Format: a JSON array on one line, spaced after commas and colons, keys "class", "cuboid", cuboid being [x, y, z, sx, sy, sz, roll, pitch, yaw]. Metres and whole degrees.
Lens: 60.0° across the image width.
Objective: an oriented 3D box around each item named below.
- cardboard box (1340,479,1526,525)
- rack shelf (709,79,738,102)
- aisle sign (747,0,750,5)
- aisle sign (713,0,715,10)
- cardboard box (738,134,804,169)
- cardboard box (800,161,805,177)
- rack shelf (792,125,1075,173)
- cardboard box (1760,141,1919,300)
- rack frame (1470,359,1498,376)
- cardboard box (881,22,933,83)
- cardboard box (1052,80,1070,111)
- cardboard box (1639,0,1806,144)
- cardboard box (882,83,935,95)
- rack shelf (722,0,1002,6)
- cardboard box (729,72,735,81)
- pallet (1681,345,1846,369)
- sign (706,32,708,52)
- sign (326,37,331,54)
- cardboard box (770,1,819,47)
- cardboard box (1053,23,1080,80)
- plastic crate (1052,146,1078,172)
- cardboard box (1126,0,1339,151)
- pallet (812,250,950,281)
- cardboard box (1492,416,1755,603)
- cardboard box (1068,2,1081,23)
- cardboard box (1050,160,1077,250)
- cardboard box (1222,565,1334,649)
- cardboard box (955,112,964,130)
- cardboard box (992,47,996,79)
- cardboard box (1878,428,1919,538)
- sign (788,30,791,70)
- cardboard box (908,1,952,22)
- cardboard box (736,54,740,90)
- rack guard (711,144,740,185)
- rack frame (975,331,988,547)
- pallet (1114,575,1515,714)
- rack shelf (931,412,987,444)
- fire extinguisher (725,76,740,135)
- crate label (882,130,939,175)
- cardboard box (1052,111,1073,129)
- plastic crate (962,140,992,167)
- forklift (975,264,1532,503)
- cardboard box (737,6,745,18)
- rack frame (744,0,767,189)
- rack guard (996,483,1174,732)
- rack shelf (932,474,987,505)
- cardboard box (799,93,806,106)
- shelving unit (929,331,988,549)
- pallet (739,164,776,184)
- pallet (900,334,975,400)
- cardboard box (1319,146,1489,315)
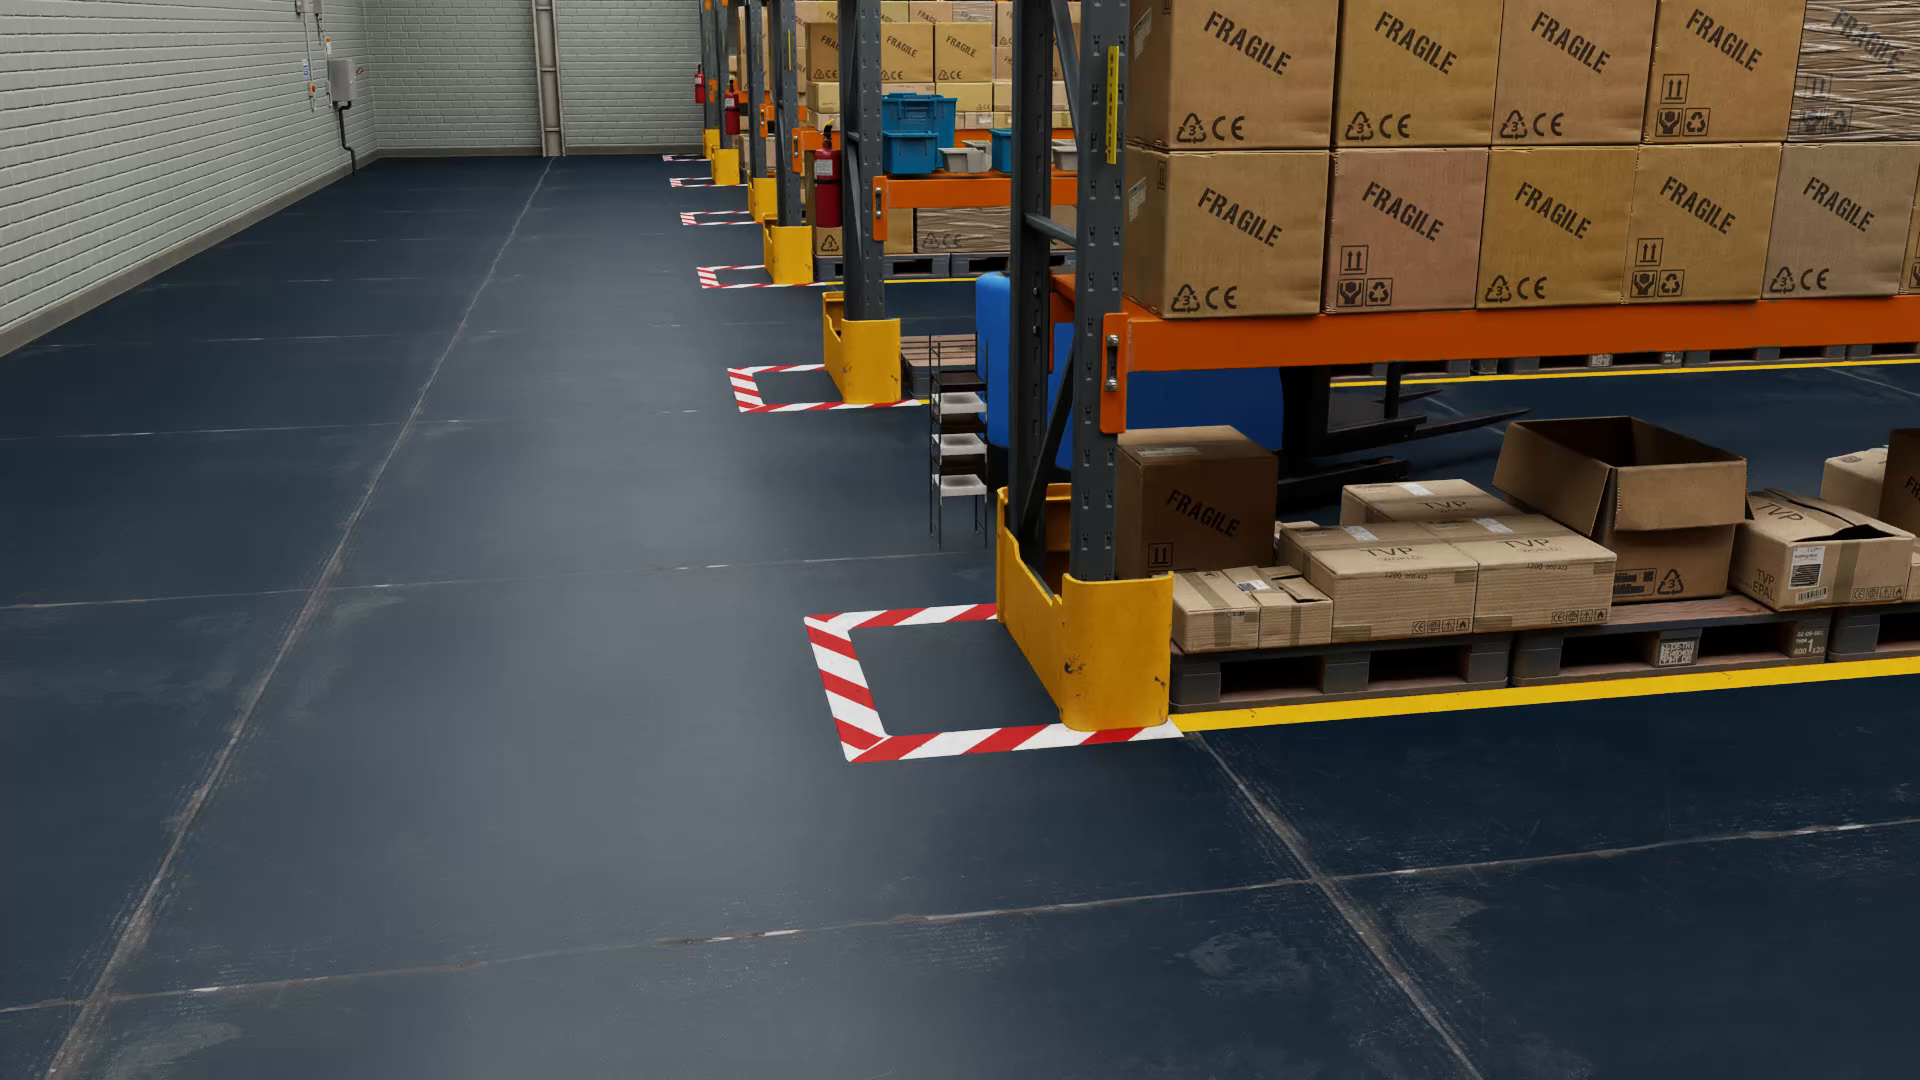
[{"class": "cardboard box", "cuboid": [1.758, -0.034, 6.230, 0.500, 0.250, 0.500, -3, 17, -10]}, {"class": "rack shelf", "cuboid": [-2.404, -7.903, 29.143, 4.000, 0.370, 1.077, -3, 17, -10]}, {"class": "aisle sign", "cuboid": [-2.399, -6.436, 18.712, 0.004, 0.787, 0.394, -3, 17, -10]}, {"class": "aisle sign", "cuboid": [-3.552, -8.033, 23.912, 0.004, 0.787, 0.394, -3, 17, -10]}, {"class": "cardboard box", "cuboid": [-2.794, -5.747, 24.544, 0.875, 0.438, 0.875, -4, 17, -12]}, {"class": "cardboard box", "cuboid": [-1.806, -4.337, 19.434, 0.250, 0.149, 0.380, -4, 18, -13]}, {"class": "rack shelf", "cuboid": [0.421, -3.616, 15.183, 4.000, 0.370, 1.077, -3, 17, -10]}, {"class": "cardboard box", "cuboid": [2.808, -1.103, 5.606, 0.500, 0.500, 0.500, -3, 17, -9]}, {"class": "rack frame", "cuboid": [3.324, -2.643, 10.792, 0.127, 3.000, 1.000, -3, 17, -10]}, {"class": "cardboard box", "cuboid": [-0.529, -4.254, 14.508, 0.500, 0.500, 0.500, -4, 17, -12]}, {"class": "cardboard box", "cuboid": [0.992, -3.983, 14.903, 0.500, 0.250, 0.500, -3, 17, -9]}, {"class": "cardboard box", "cuboid": [2.321, -1.553, 5.369, 0.500, 0.500, 0.500, -3, 17, -11]}, {"class": "cardboard box", "cuboid": [-0.511, -3.898, 14.627, 0.500, 0.250, 0.500, -3, 17, -11]}, {"class": "rack shelf", "cuboid": [-1.459, -7.906, 24.044, 4.000, 0.370, 1.077, -3, 17, -10]}, {"class": "cardboard box", "cuboid": [-3.993, -7.955, 28.513, 0.250, 0.149, 0.380, -3, 17, -11]}, {"class": "pallet", "cuboid": [5.290, -1.410, 11.526, 1.213, 0.211, 1.003, -3, 17, -10]}, {"class": "sign", "cuboid": [-4.265, -8.393, 28.038, 0.005, 0.325, 0.100, -3, 17, -10]}, {"class": "sign", "cuboid": [-9.403, -7.365, 24.759, 0.001, 0.242, 0.339, -3, 17, -10]}, {"class": "cardboard box", "cuboid": [-1.893, -5.900, 19.016, 0.500, 0.500, 0.500, -3, 17, -11]}, {"class": "cardboard box", "cuboid": [0.871, -4.491, 15.281, 0.500, 0.500, 0.500, -4, 17, -12]}, {"class": "plastic crate", "cuboid": [0.698, -2.274, 9.935, 0.298, 0.136, 0.250, -3, 17, -10]}, {"class": "cardboard box", "cuboid": [0.818, -1.467, 5.088, 0.500, 0.500, 0.500, -3, 17, -9]}, {"class": "pallet", "cuboid": [-0.773, -2.582, 15.343, 1.213, 0.211, 1.003, -3, 17, -10]}, {"class": "cardboard box", "cuboid": [2.417, -0.126, 6.098, 0.637, 0.503, 0.797, -3, 17, -10]}, {"class": "cardboard box", "cuboid": [1.133, -6.070, 19.570, 0.500, 0.500, 0.500, -4, 17, -12]}, {"class": "cardboard box", "cuboid": [0.838, -3.192, 15.483, 0.875, 0.875, 0.875, -3, 17, -10]}, {"class": "cardboard box", "cuboid": [1.055, 0.214, 5.567, 0.250, 0.166, 0.380, -3, 17, -10]}, {"class": "cardboard box", "cuboid": [-0.123, -3.710, 14.695, 0.250, 0.149, 0.380, -4, 17, -12]}, {"class": "cardboard box", "cuboid": [0.123, -5.532, 19.521, 0.500, 0.500, 0.500, -3, 17, -11]}, {"class": "cardboard box", "cuboid": [3.755, -0.117, 6.075, 0.500, 0.500, 0.500, -3, 17, -10]}, {"class": "sign", "cuboid": [-1.443, -4.140, 14.054, 0.005, 0.325, 0.100, -3, 17, -10]}, {"class": "cardboard box", "cuboid": [-0.385, -5.982, 19.282, 0.500, 0.500, 0.500, -4, 17, -12]}, {"class": "cardboard box", "cuboid": [-2.999, -6.856, 24.337, 0.500, 0.500, 0.500, -3, 17, -10]}, {"class": "rack guard", "cuboid": [-3.446, -5.509, 24.379, 0.348, 0.500, 1.175, -3, 17, -10]}, {"class": "rack frame", "cuboid": [0.092, -0.435, 7.180, 0.006, 0.900, 0.240, -3, 17, -10]}, {"class": "pallet", "cuboid": [1.190, 0.292, 5.985, 1.213, 0.211, 1.003, -3, 17, -10]}, {"class": "rack shelf", "cuboid": [-0.008, -0.484, 7.145, 0.200, 0.077, 0.258, -3, 17, -10]}, {"class": "fire extinguisher", "cuboid": [-2.719, -5.187, 19.842, 0.183, 0.674, 0.296, -3, 17, -10]}, {"class": "crate label", "cuboid": [-0.298, -2.288, 9.818, 0.303, 0.233, 0.416, -3, 17, -10]}, {"class": "cardboard box", "cuboid": [0.886, -3.768, 14.881, 0.250, 0.149, 0.380, -4, 17, -11]}, {"class": "plastic crate", "cuboid": [0.163, -2.421, 10.414, 0.243, 0.136, 0.396, -3, 17, -10]}, {"class": "forklift", "cuboid": [1.573, -1.719, 7.901, 3.031, 2.935, 1.130, -11, 20, -31]}, {"class": "cardboard box", "cuboid": [-3.022, -7.481, 23.564, 0.250, 0.149, 0.380, -3, 17, -9]}, {"class": "rack frame", "cuboid": [-2.385, -5.284, 19.389, 0.127, 3.000, 1.000, -3, 17, -10]}, {"class": "rack guard", "cuboid": [0.407, 0.198, 5.797, 0.348, 0.500, 1.175, -3, 17, -10]}, {"class": "rack shelf", "cuboid": [-0.008, -0.226, 7.224, 0.200, 0.077, 0.258, -3, 17, -10]}, {"class": "cardboard box", "cuboid": [-1.762, -5.113, 19.262, 0.250, 0.149, 0.380, -3, 17, -8]}, {"class": "shelving unit", "cuboid": [-0.008, -0.430, 7.161, 0.210, 0.900, 0.258, -3, 17, -10]}, {"class": "pallet", "cuboid": [-2.653, -5.439, 24.644, 1.213, 0.211, 1.003, -3, 17, -10]}, {"class": "pallet", "cuboid": [0.214, -1.122, 10.589, 1.213, 0.211, 1.003, -3, 17, -10]}, {"class": "cardboard box", "cuboid": [1.324, -1.019, 5.333, 0.500, 0.500, 0.500, -3, 17, -11]}]
